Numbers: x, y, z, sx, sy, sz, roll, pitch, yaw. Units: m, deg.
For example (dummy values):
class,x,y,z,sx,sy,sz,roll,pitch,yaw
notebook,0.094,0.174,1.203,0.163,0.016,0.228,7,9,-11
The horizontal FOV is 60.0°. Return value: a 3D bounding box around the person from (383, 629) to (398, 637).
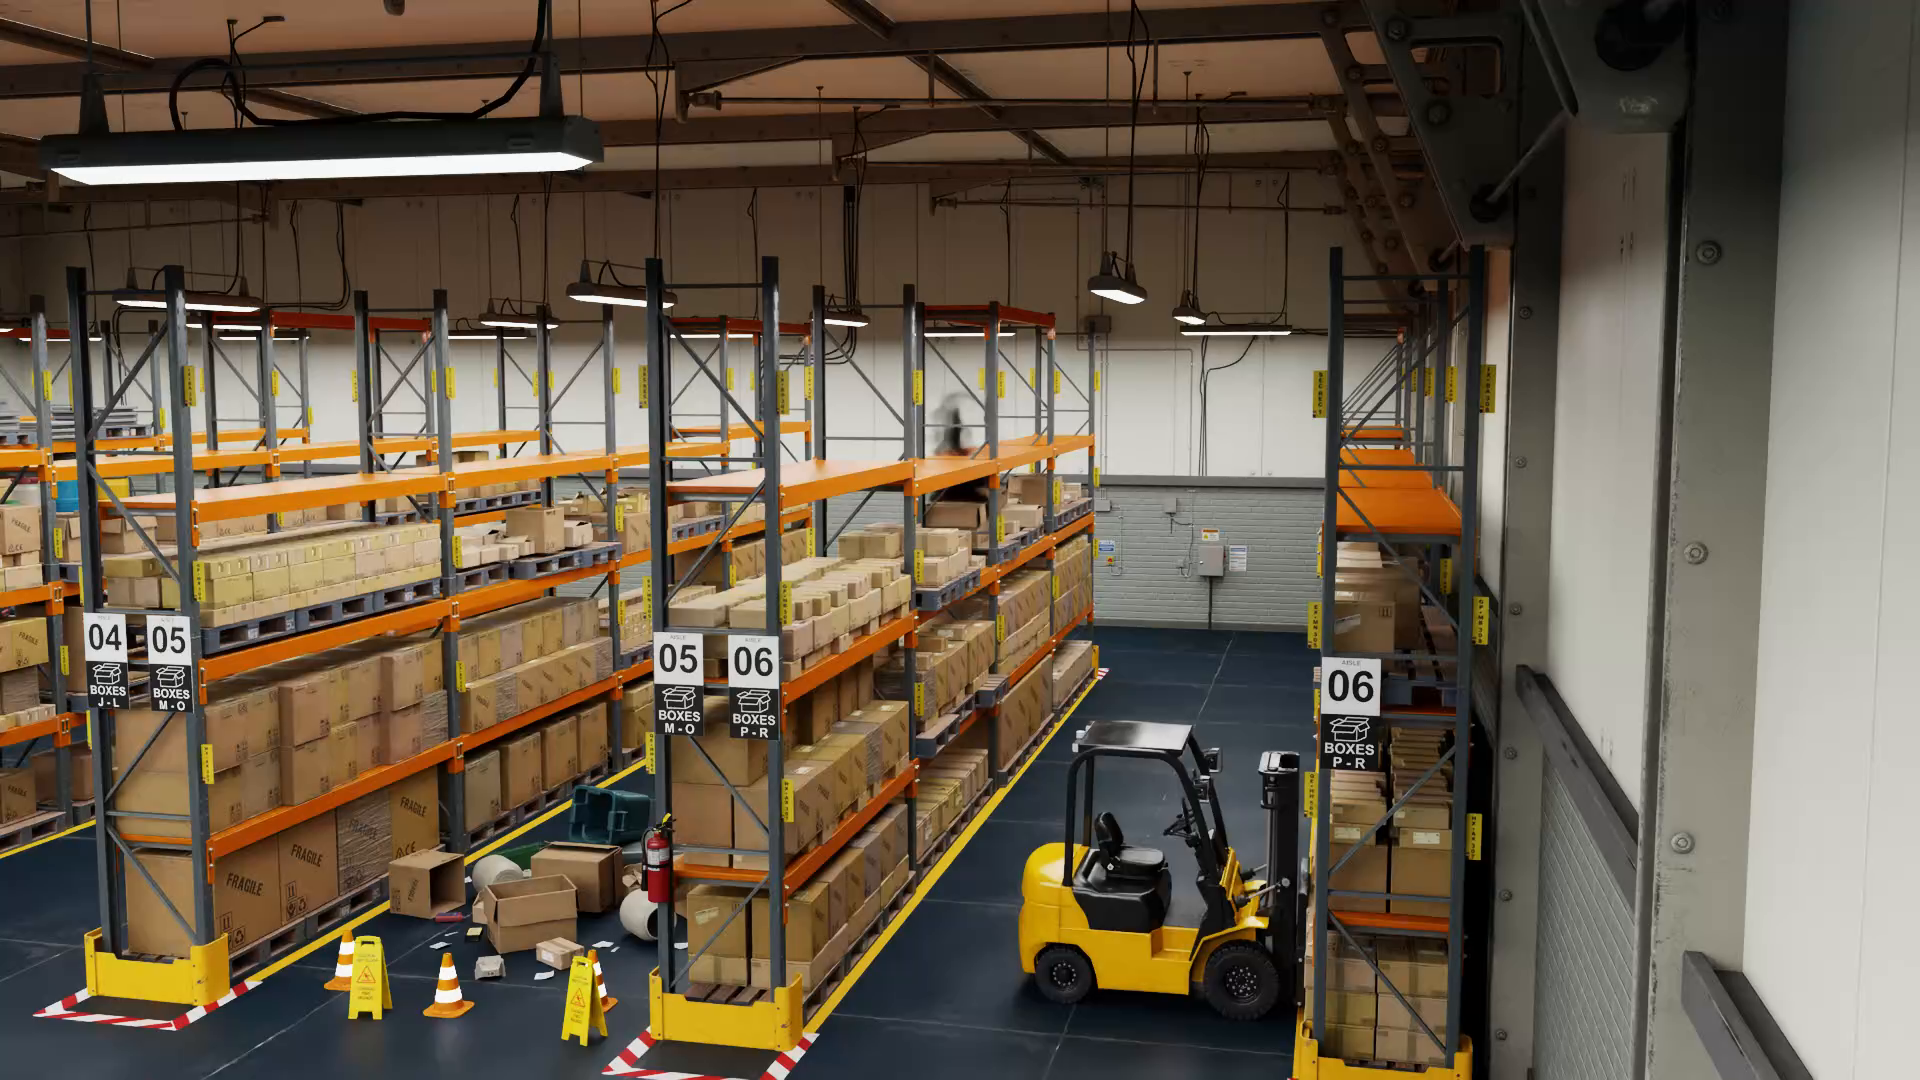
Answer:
class,x,y,z,sx,sy,sz,roll,pitch,yaw
person,-7.766,2.028,22.710,0.662,1.688,0.830,1,6,9
